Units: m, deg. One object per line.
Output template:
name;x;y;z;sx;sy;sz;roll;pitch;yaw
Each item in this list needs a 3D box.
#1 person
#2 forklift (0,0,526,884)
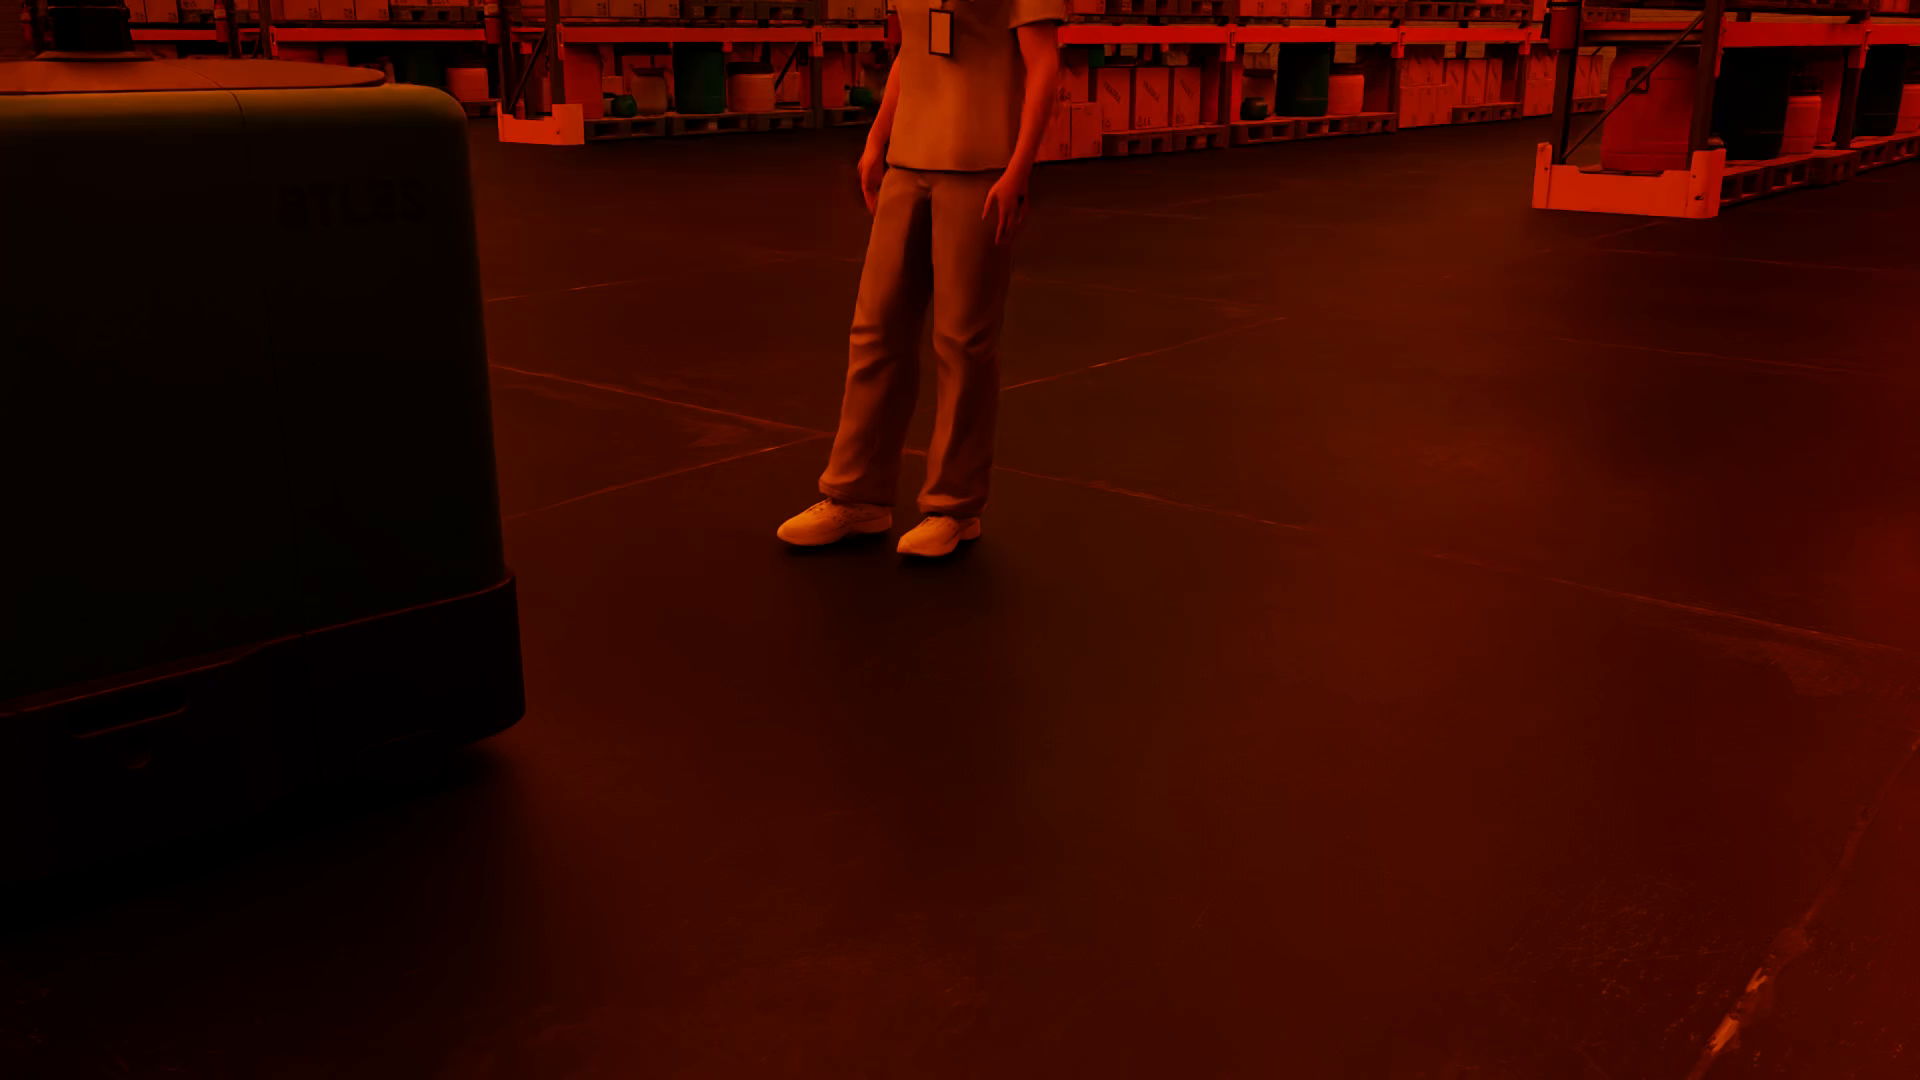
person;-0.065;-0.782;3.637;0.574;1.667;0.526;-15;22;-40
forklift;-2.145;-0.856;1.717;3.031;2.935;1.130;-15;22;-40
